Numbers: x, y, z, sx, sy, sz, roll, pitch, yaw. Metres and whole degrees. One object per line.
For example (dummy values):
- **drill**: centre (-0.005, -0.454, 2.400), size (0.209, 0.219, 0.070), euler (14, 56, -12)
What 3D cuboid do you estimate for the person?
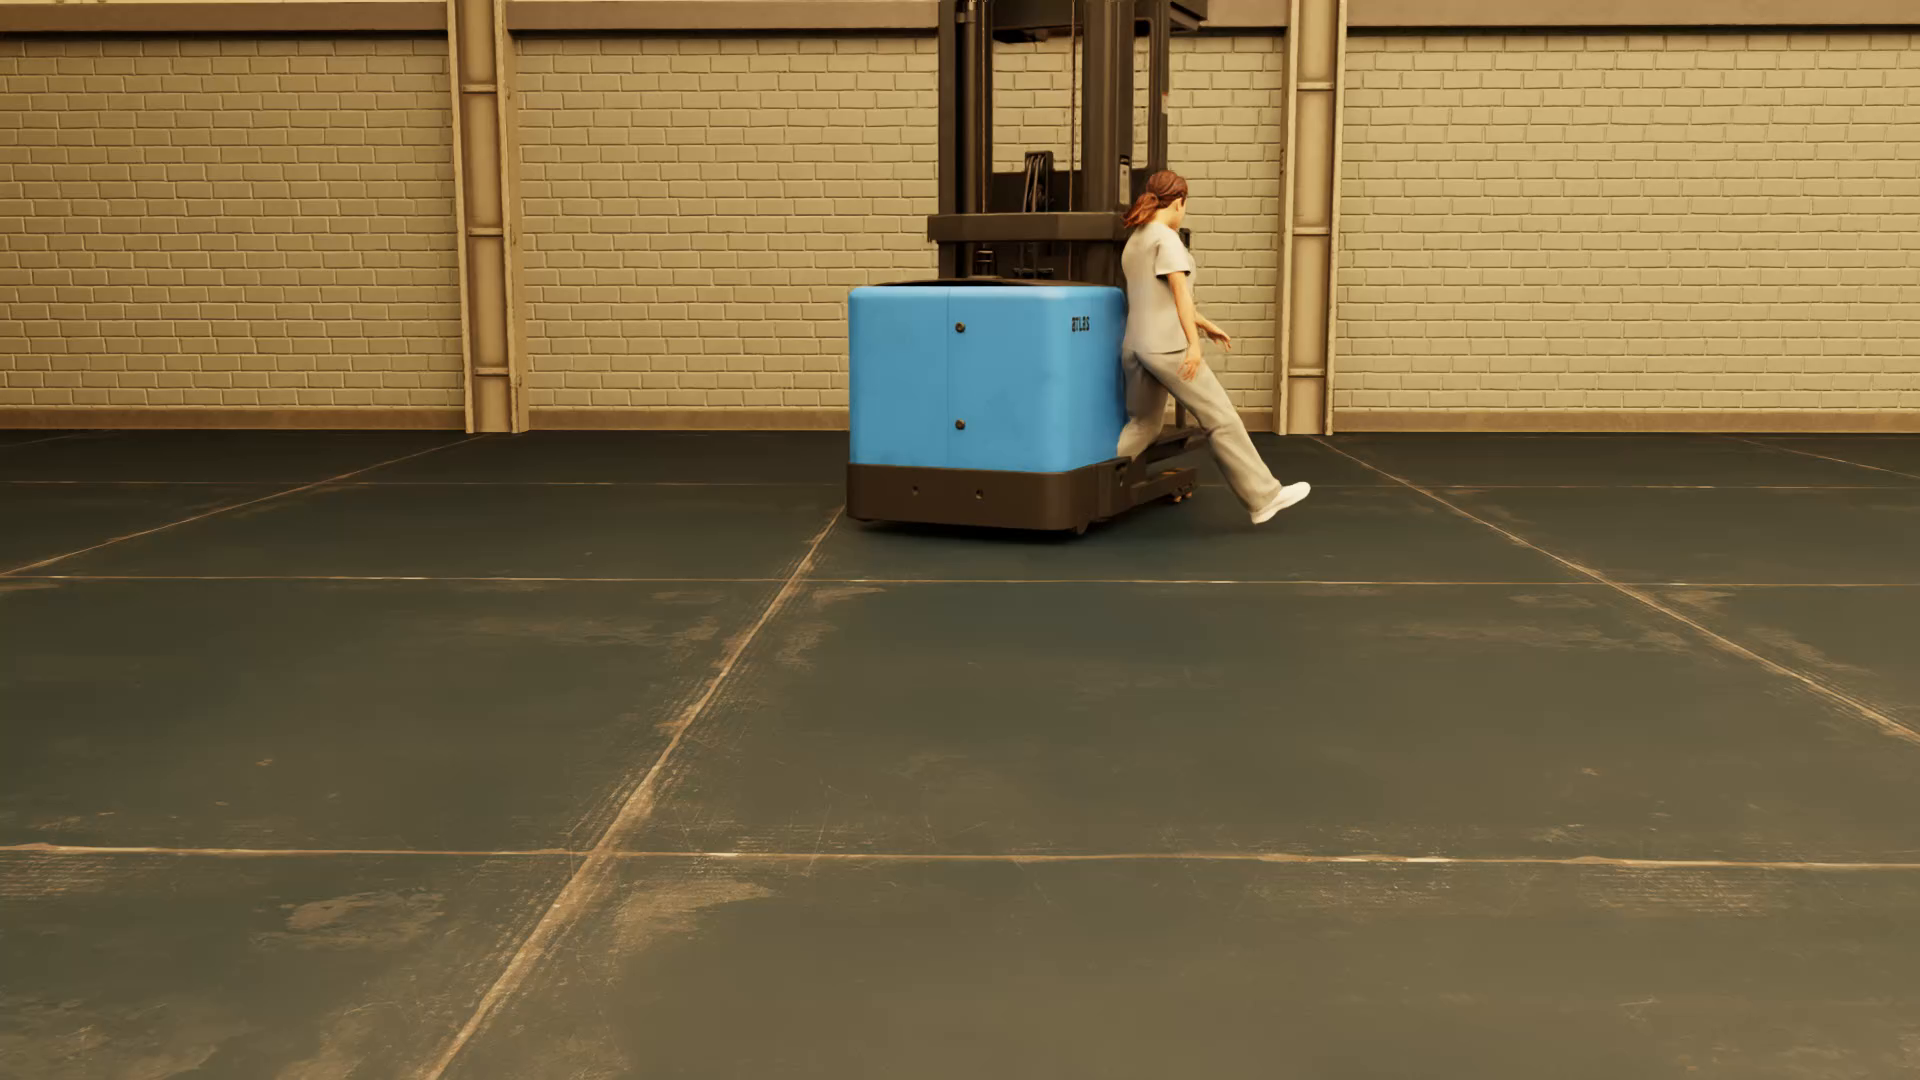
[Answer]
- **person**: centre (1.022, -0.831, 7.393), size (0.972, 1.598, 0.745), euler (-4, 9, -22)

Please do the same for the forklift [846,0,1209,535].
- **forklift**: centre (0.563, -1.653, 8.241), size (1.130, 2.935, 3.031), euler (4, 9, 24)
